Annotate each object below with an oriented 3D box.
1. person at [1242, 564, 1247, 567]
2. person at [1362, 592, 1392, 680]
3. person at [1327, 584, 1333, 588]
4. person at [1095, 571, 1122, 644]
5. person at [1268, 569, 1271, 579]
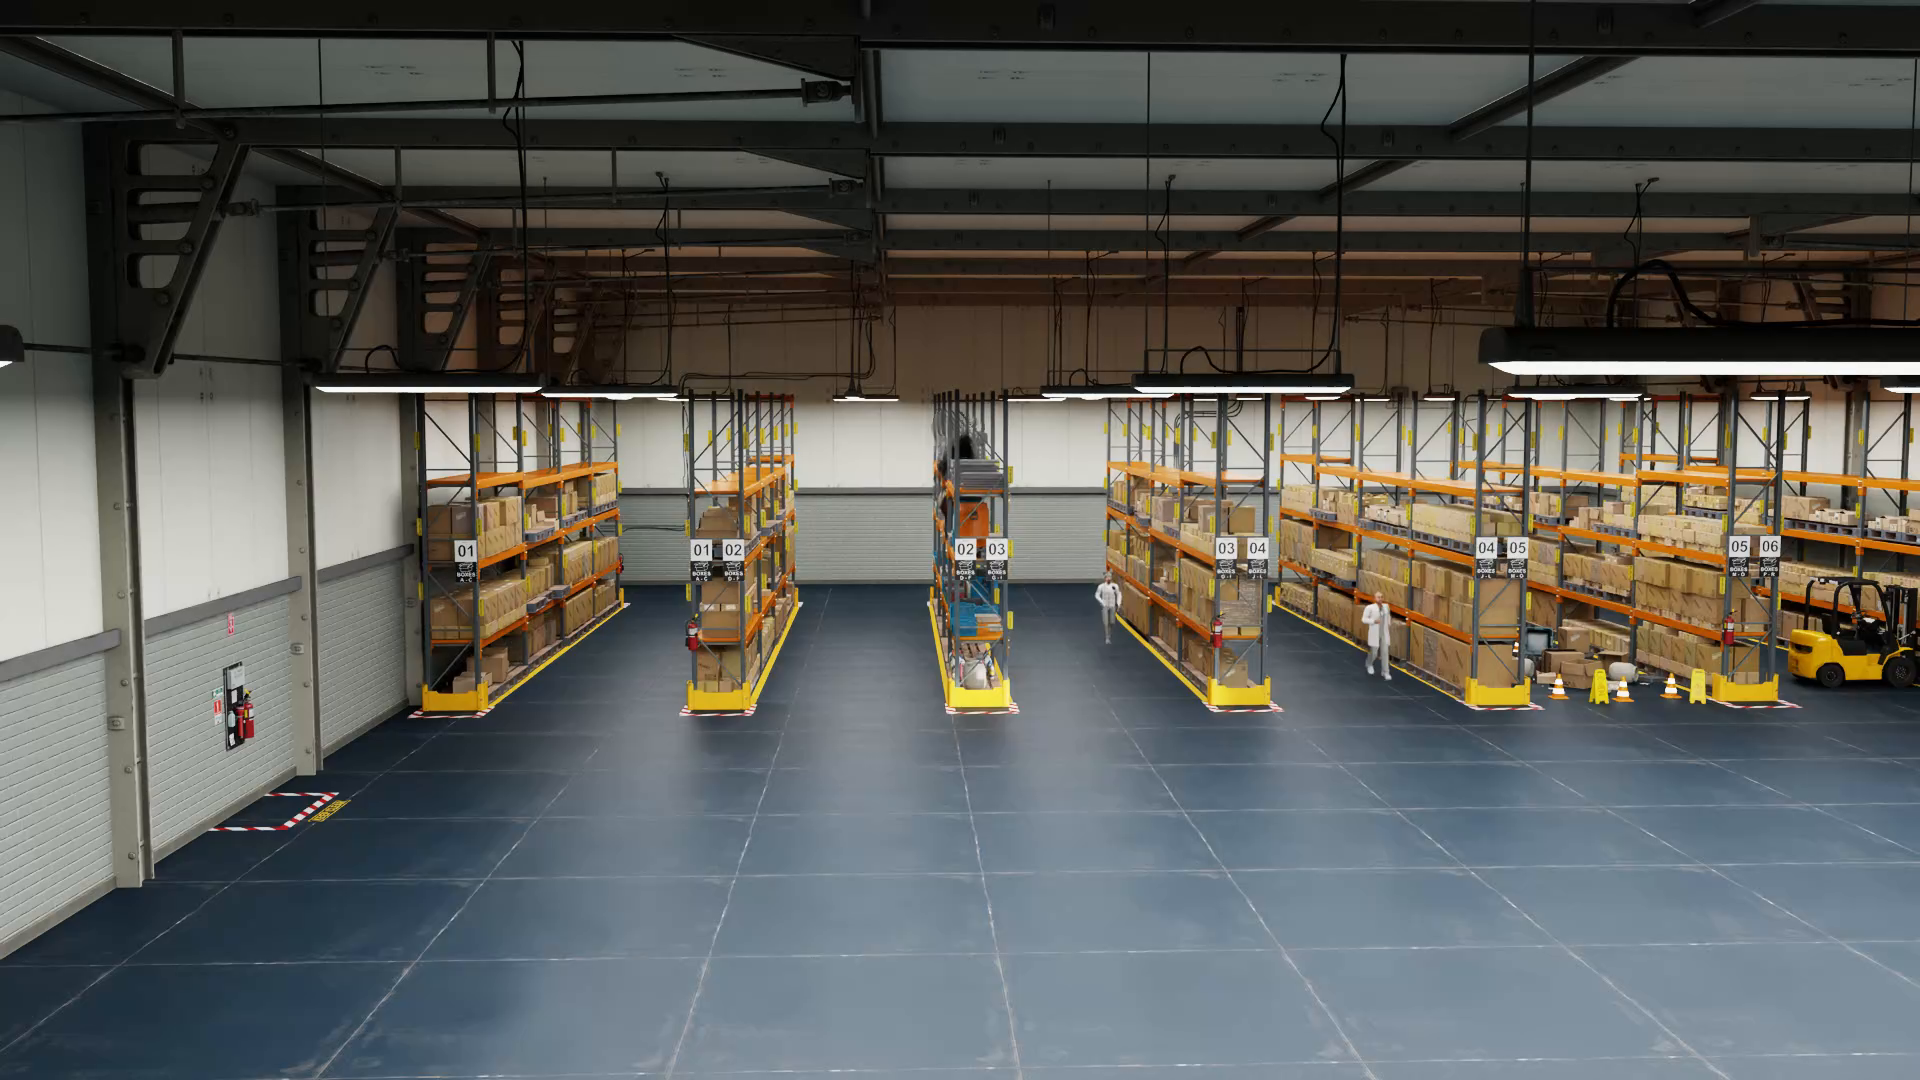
[{"bbox_3d":[7.962,1.120,46.232,0.560,1.725,0.683,0,5,2],"label":"person"},{"bbox_3d":[8.728,2.002,34.715,0.711,1.676,1.034,-1,5,-9],"label":"person"},{"bbox_3d":[11.011,0.974,48.232,0.592,1.689,0.782,-4,6,-38],"label":"person"},{"bbox_3d":[3.389,1.530,37.881,0.616,1.661,0.457,0,5,1],"label":"person"},{"bbox_3d":[7.849,1.289,43.958,0.655,1.800,0.985,-1,5,-8],"label":"person"}]
